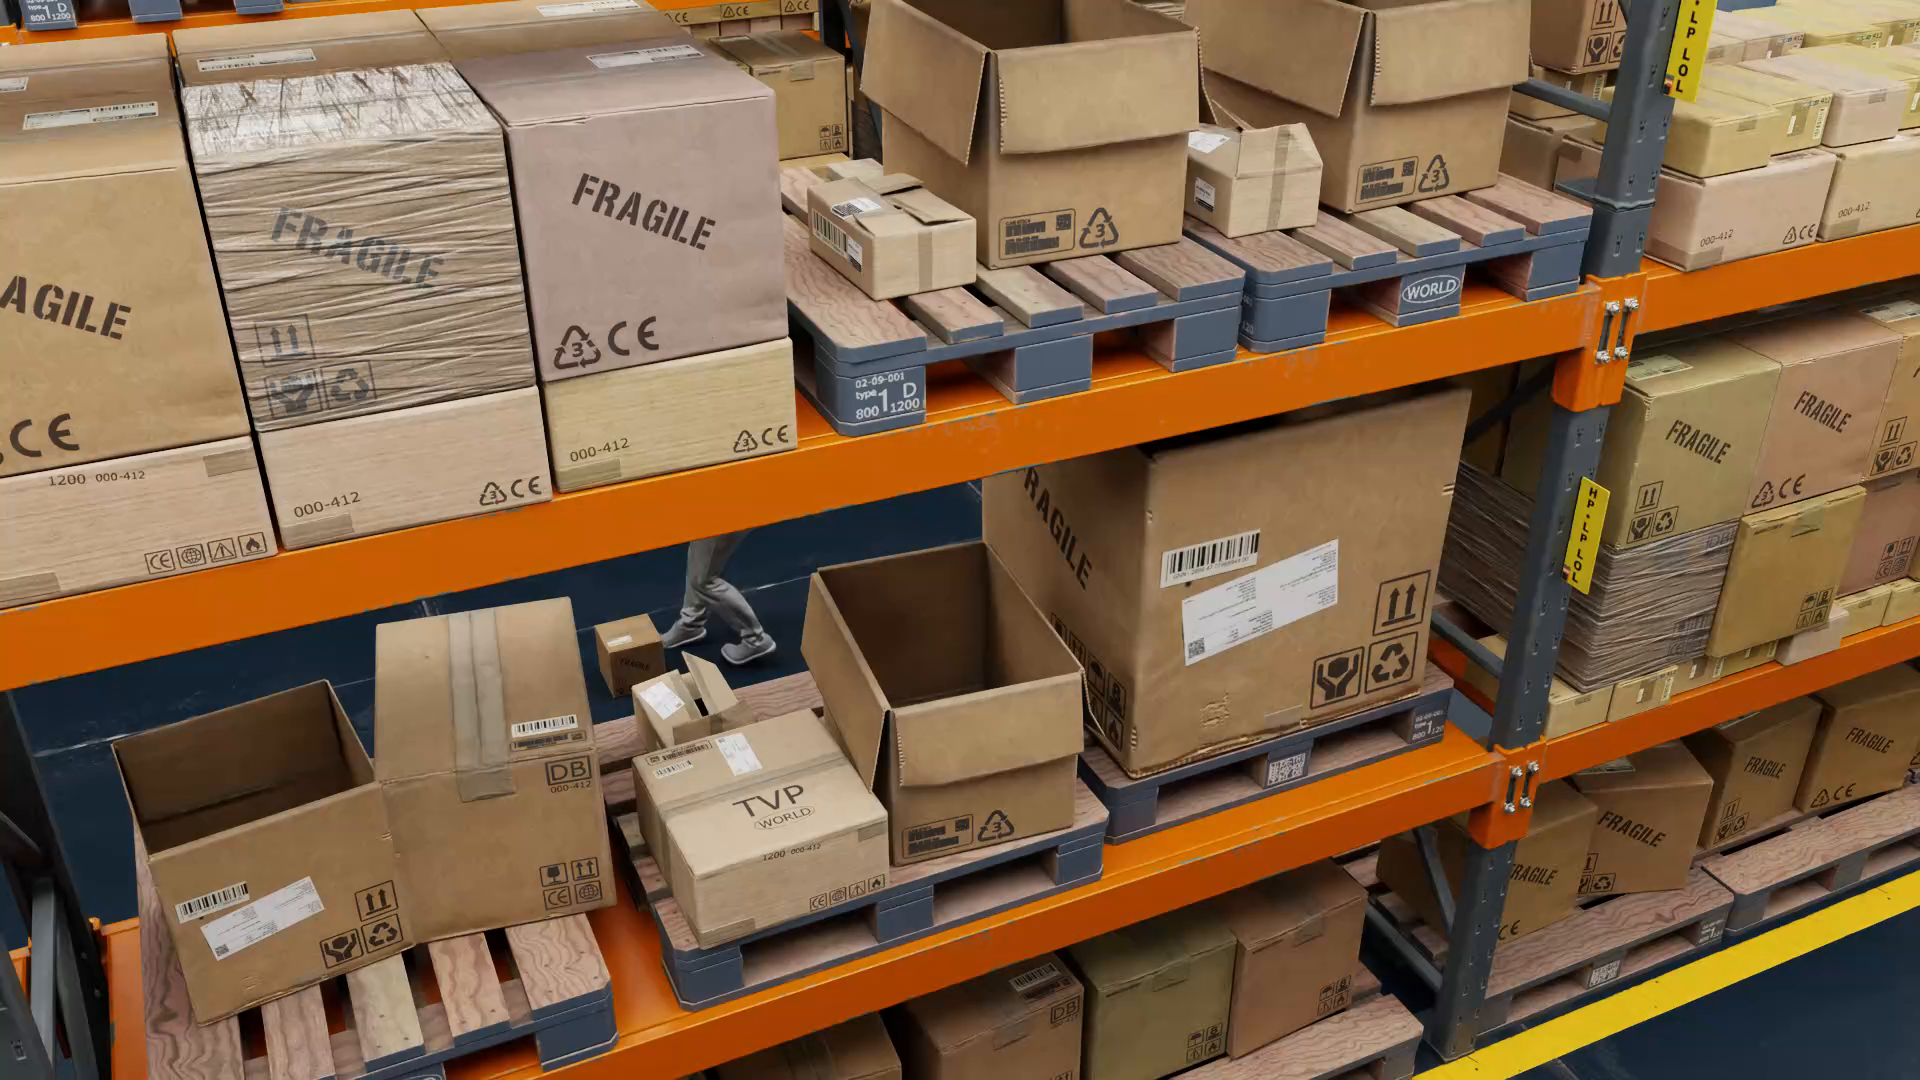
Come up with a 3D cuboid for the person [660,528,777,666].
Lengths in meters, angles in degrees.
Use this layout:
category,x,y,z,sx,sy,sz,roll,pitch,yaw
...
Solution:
category,x,y,z,sx,sy,sz,roll,pitch,yaw
person,-1.126,-0.140,7.435,0.720,1.662,0.510,0,30,0
